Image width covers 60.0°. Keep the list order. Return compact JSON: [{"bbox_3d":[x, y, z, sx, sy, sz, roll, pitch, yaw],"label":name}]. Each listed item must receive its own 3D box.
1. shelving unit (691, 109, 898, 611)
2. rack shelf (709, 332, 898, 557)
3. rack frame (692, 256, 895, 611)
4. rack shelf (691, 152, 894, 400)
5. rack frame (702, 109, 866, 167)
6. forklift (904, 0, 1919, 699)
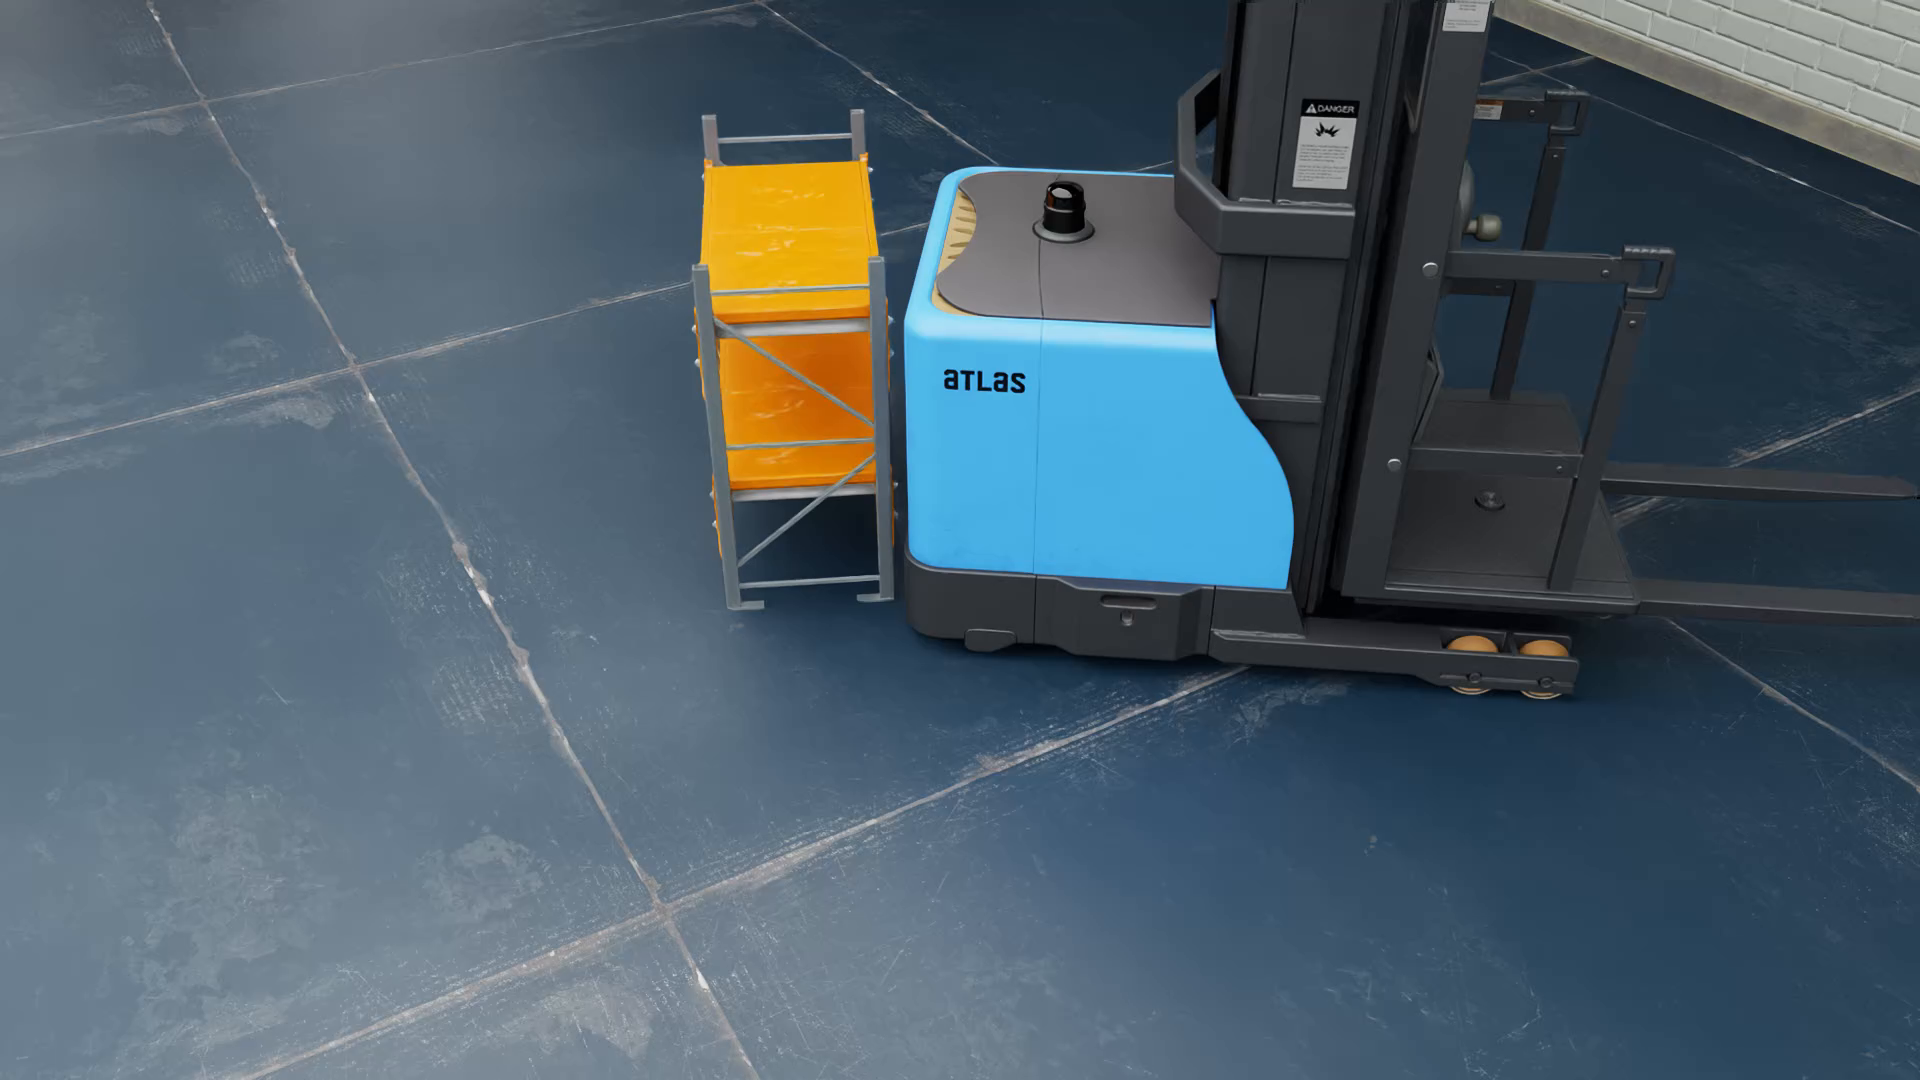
[{"bbox_3d":[-0.496,-0.566,5.071,0.538,1.125,1.048,-3,36,-5],"label":"shelving unit"},{"bbox_3d":[-0.496,-0.368,5.215,0.538,0.278,1.000,-3,36,-5],"label":"rack shelf"},{"bbox_3d":[-0.447,-0.267,4.662,0.500,1.125,0.032,-3,36,-5],"label":"rack frame"},{"bbox_3d":[-0.496,-0.802,4.898,0.538,0.278,1.000,-3,36,-5],"label":"rack shelf"},{"bbox_3d":[-0.546,-0.864,5.479,0.500,1.125,0.032,-3,36,-5],"label":"rack frame"},{"bbox_3d":[1.393,-1.070,4.230,3.031,2.935,1.130,3,36,5],"label":"forklift"}]
